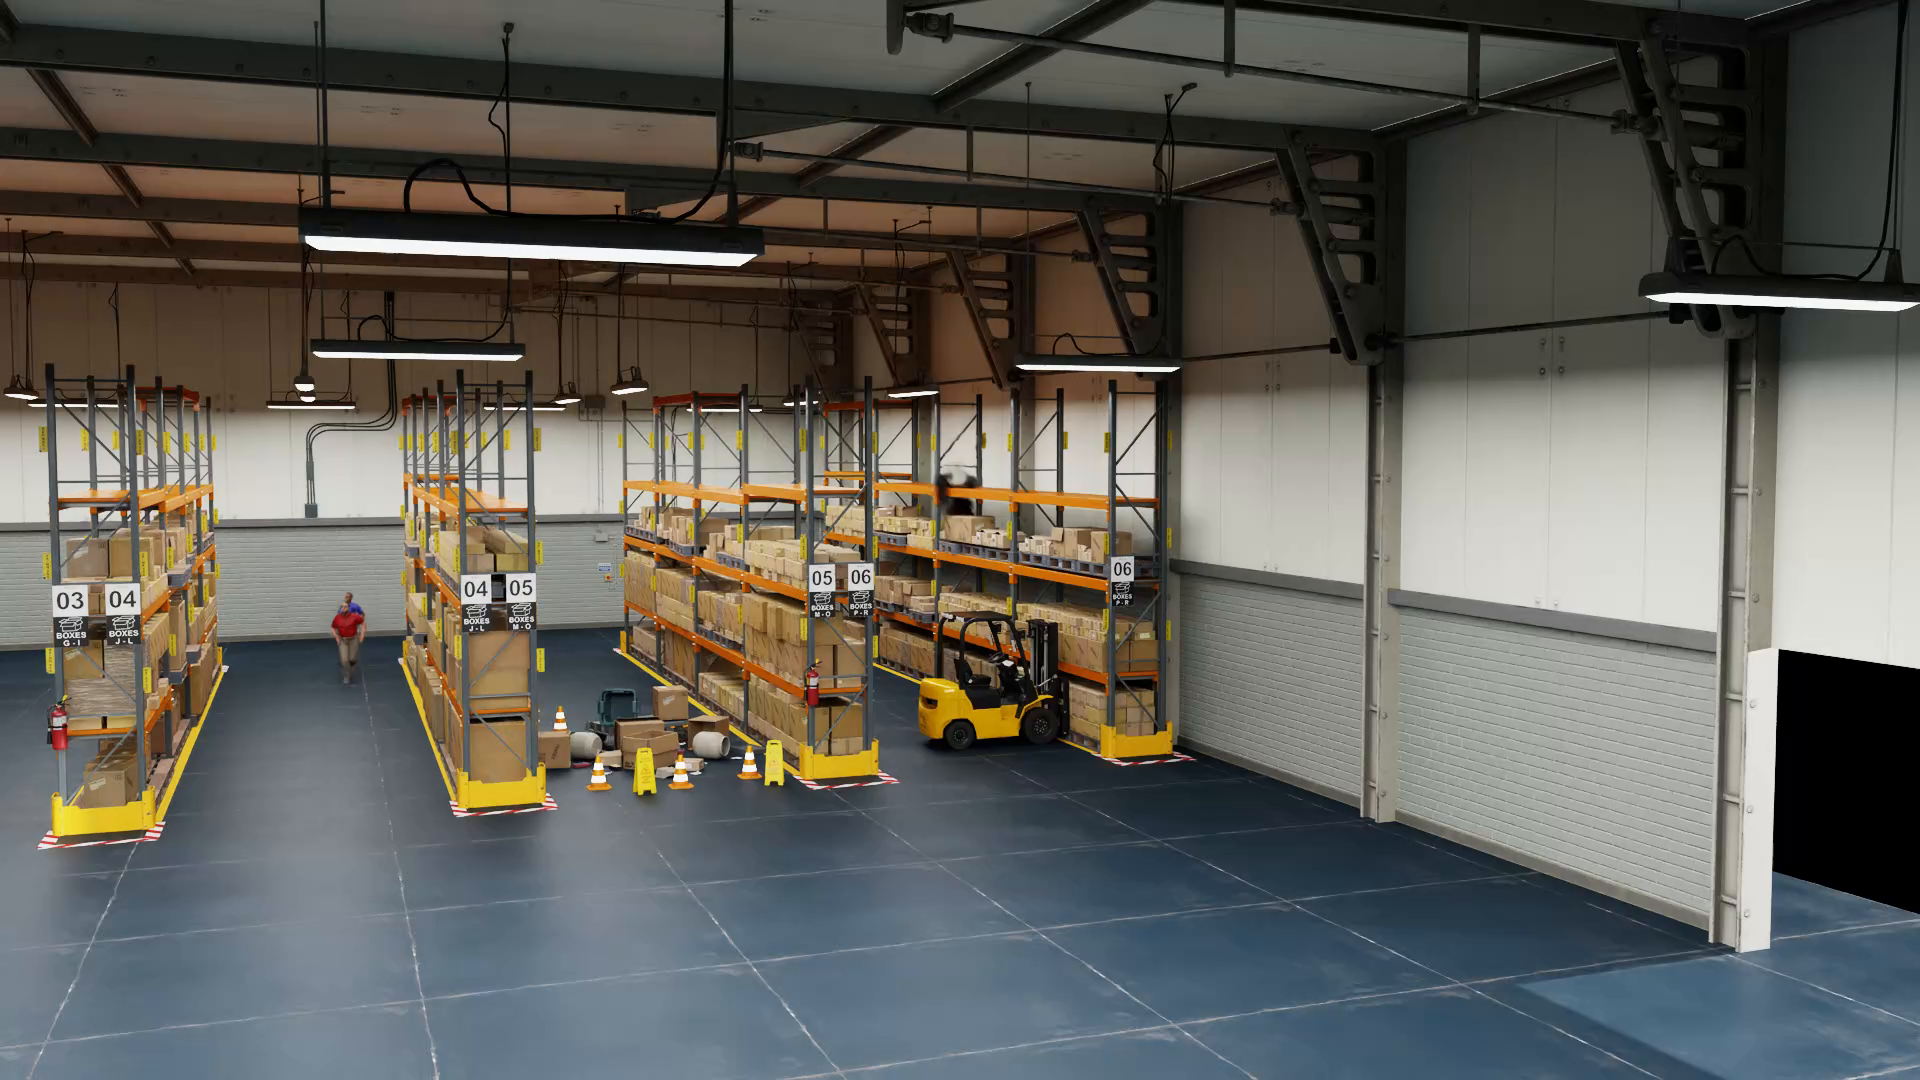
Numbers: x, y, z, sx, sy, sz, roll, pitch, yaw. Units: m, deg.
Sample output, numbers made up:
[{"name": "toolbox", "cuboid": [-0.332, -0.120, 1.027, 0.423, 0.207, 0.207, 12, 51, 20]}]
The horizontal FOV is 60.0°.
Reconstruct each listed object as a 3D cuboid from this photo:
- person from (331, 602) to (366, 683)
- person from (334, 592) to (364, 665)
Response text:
[{"name": "person", "cuboid": [-12.795, 2.144, 34.774, 0.686, 1.687, 0.668, -1, 3, -13]}, {"name": "person", "cuboid": [-13.841, 2.005, 37.588, 0.662, 1.668, 0.672, 2, 4, 28]}]
